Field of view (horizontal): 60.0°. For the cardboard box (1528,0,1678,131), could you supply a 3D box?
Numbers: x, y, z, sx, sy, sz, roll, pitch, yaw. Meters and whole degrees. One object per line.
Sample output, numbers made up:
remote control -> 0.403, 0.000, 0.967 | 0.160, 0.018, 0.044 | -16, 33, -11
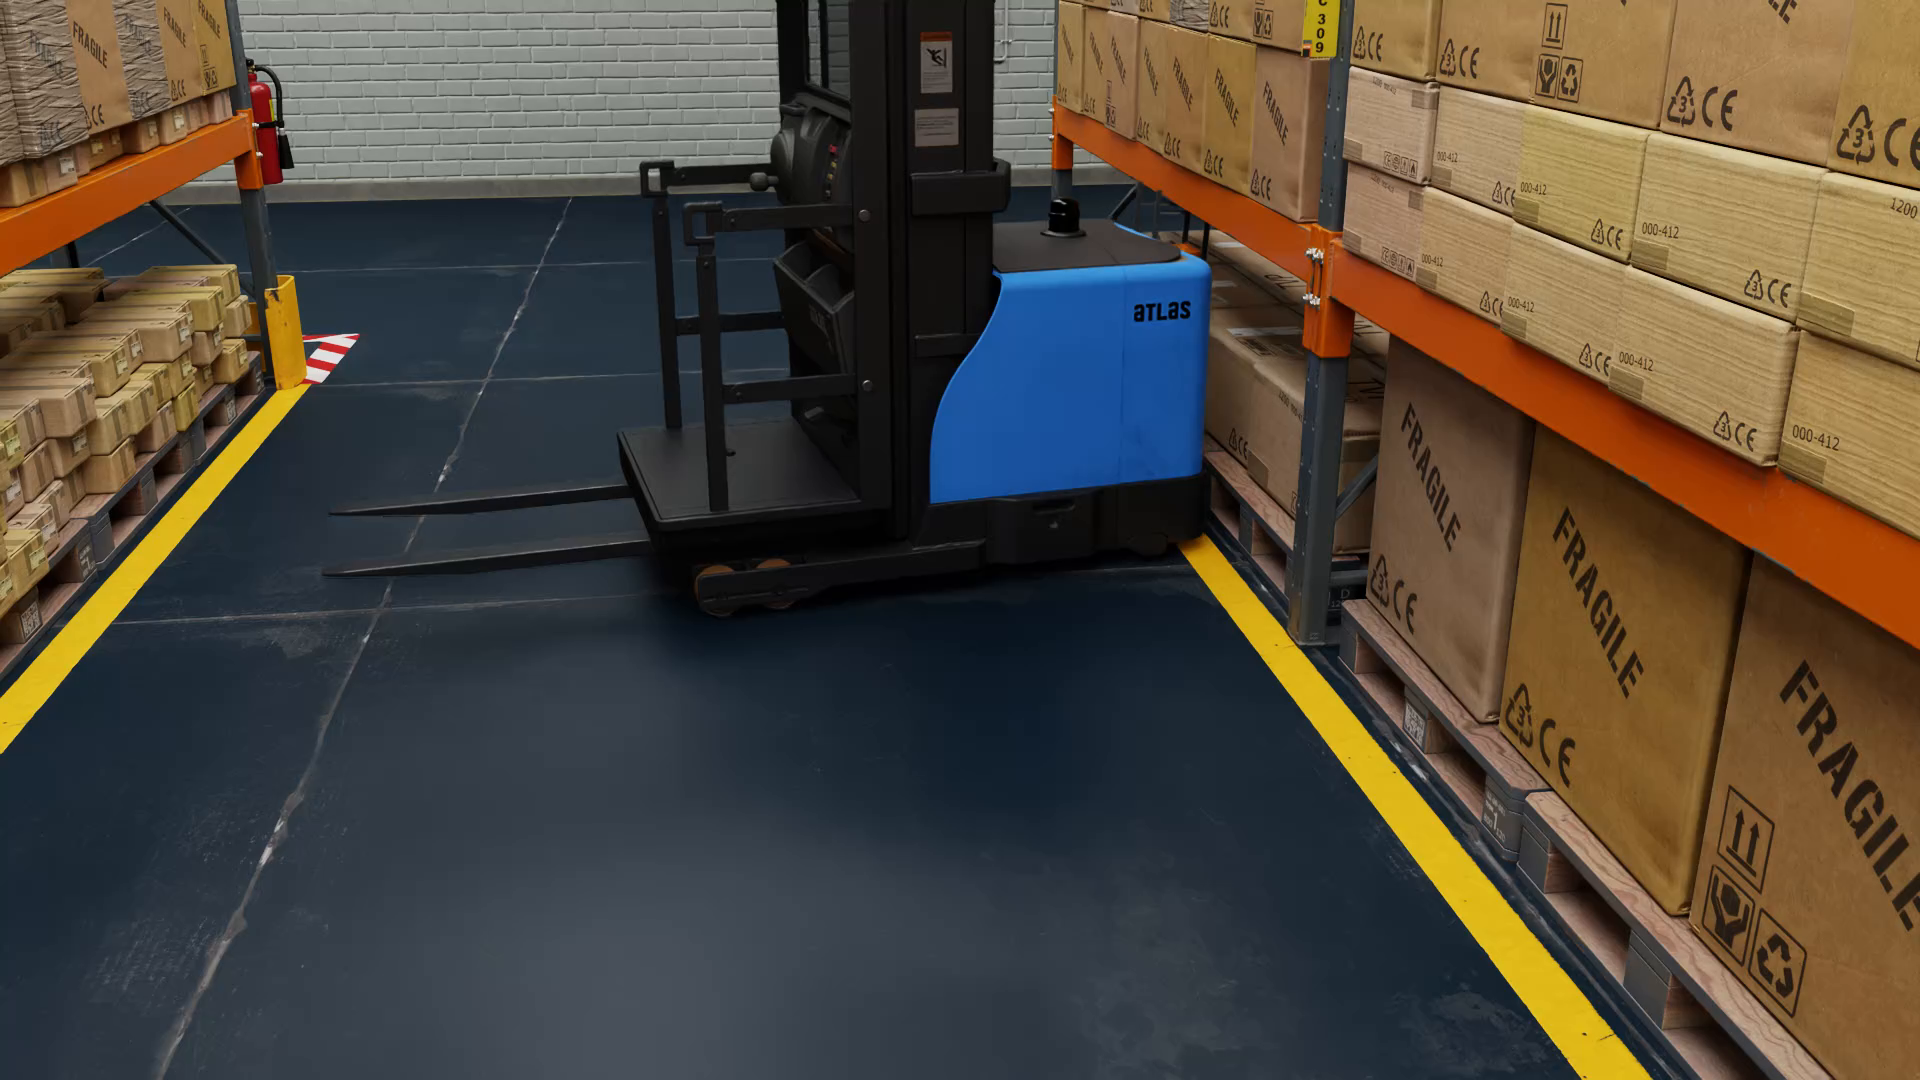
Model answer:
cardboard box -> 1.513, -1.105, 3.315 | 0.500, 0.500, 0.500 | -3, 21, -9

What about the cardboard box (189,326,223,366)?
cardboard box -> -3.462, -0.857, 7.274 | 0.380, 0.149, 0.250 | -4, 21, -10

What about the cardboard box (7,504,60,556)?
cardboard box -> -3.181, 0.001, 5.401 | 0.380, 0.149, 0.250 | -3, 21, -8

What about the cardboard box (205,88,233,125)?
cardboard box -> -3.570, -1.989, 7.613 | 0.380, 0.149, 0.250 | -3, 21, -8

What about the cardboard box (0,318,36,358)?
cardboard box -> -3.941, -0.785, 6.655 | 0.380, 0.149, 0.250 | -2, 21, -6

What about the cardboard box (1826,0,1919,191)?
cardboard box -> 1.659, -0.750, 2.366 | 0.500, 0.500, 0.500 | -3, 21, -8

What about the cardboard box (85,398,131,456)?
cardboard box -> -3.278, -0.409, 6.072 | 0.380, 0.149, 0.250 | -3, 21, -8

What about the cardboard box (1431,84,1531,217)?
cardboard box -> 1.451, -0.923, 3.900 | 0.500, 0.250, 0.500 | -3, 21, -7

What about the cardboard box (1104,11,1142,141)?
cardboard box -> 0.928, -2.005, 7.155 | 0.500, 0.500, 0.500 | -3, 21, -8

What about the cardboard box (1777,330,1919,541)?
cardboard box -> 1.664, -0.163, 2.579 | 0.500, 0.250, 0.500 | -3, 21, -8

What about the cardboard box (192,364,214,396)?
cardboard box -> -3.525, -0.715, 7.317 | 0.380, 0.149, 0.250 | -3, 21, -8

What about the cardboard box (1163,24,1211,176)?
cardboard box -> 1.077, -1.651, 6.205 | 0.500, 0.500, 0.500 | -3, 21, -9

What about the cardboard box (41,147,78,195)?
cardboard box -> -3.275, -1.271, 5.690 | 0.380, 0.149, 0.250 | -2, 21, -5

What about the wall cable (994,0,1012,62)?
wall cable -> 0.151, -4.931, 13.636 | 0.585, 1.953, 0.123 | -3, 21, -8

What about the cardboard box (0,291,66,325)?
cardboard box -> -4.089, -0.963, 7.132 | 0.380, 0.149, 0.250 | -3, 21, -8

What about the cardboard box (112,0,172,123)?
cardboard box -> -3.426, -1.895, 6.435 | 0.500, 0.500, 0.500 | -3, 21, -8

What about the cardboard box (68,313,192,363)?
cardboard box -> -3.359, -0.818, 6.744 | 0.380, 0.149, 0.250 | -2, 21, -6

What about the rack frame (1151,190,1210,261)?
rack frame -> 0.824, -0.782, 6.594 | 0.240, 1.200, 0.006 | -3, 22, -18

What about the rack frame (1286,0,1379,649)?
rack frame -> 1.563, -1.105, 4.887 | 1.000, 3.000, 0.127 | -3, 21, -8

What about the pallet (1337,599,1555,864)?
pallet -> 1.749, 0.465, 4.670 | 1.003, 0.211, 1.213 | -3, 21, -8

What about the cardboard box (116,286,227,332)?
cardboard box -> -3.428, -1.001, 7.234 | 0.380, 0.149, 0.250 | -3, 21, -9

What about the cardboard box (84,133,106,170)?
cardboard box -> -3.417, -1.447, 6.163 | 0.380, 0.149, 0.250 | -3, 21, -7

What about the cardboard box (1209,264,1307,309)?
cardboard box -> 1.321, -0.946, 7.524 | 0.875, 0.438, 0.875 | -2, 21, -6

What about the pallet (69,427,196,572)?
pallet -> -3.631, -0.168, 6.364 | 1.003, 0.211, 1.213 | -3, 21, -8

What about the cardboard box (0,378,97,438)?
cardboard box -> -3.247, -0.455, 5.770 | 0.380, 0.149, 0.250 | -2, 21, -7

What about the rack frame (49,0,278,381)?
rack frame -> -3.897, -2.205, 7.833 | 1.000, 3.000, 0.127 | -3, 21, -8

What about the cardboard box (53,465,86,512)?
cardboard box -> -3.340, -0.176, 5.875 | 0.380, 0.149, 0.250 | -4, 21, -10

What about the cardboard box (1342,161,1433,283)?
cardboard box -> 1.365, -0.869, 4.470 | 0.500, 0.250, 0.500 | -3, 21, -9

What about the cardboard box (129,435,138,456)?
cardboard box -> -3.396, -0.358, 6.362 | 0.380, 0.149, 0.250 | -2, 21, -6

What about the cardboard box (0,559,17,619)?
cardboard box -> -3.055, 0.176, 4.931 | 0.380, 0.149, 0.250 | -4, 21, -10

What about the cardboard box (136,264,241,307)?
cardboard box -> -3.570, -1.174, 7.698 | 0.380, 0.149, 0.250 | -3, 21, -7

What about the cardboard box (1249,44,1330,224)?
cardboard box -> 1.243, -1.299, 5.265 | 0.500, 0.500, 0.500 | -3, 21, -7

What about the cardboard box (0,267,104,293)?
cardboard box -> -4.158, -1.146, 7.623 | 0.380, 0.149, 0.250 | -4, 21, -10

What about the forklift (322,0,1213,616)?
forklift -> -0.686, -1.326, 5.578 | 3.031, 2.935, 1.130 | -6, 21, -17

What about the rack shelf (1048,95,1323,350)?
rack shelf -> 1.275, -1.460, 6.867 | 1.077, 0.370, 4.000 | -3, 21, -8

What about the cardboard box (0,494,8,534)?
cardboard box -> -3.181, -0.045, 5.100 | 0.380, 0.149, 0.250 | -3, 21, -7

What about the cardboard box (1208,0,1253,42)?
cardboard box -> 1.157, -1.946, 5.566 | 0.500, 0.500, 0.500 | -3, 21, -9

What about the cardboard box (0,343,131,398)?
cardboard box -> -3.365, -0.632, 6.246 | 0.380, 0.149, 0.250 | -3, 21, -7

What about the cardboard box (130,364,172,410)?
cardboard box -> -3.356, -0.589, 6.556 | 0.380, 0.149, 0.250 | -2, 21, -5

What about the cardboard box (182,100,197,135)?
cardboard box -> -3.521, -1.815, 7.147 | 0.380, 0.149, 0.250 | -3, 21, -8

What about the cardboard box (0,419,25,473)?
cardboard box -> -3.231, -0.273, 5.285 | 0.380, 0.149, 0.250 | -3, 21, -9

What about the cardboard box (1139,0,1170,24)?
cardboard box -> 1.010, -2.295, 6.503 | 0.500, 0.500, 0.500 | -3, 21, -8

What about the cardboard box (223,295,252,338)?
cardboard box -> -3.539, -1.037, 7.756 | 0.380, 0.149, 0.250 | -3, 21, -9

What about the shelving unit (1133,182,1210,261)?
shelving unit -> 0.797, -0.815, 6.675 | 0.258, 1.200, 0.189 | -3, 22, -18

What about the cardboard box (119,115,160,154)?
cardboard box -> -3.452, -1.635, 6.665 | 0.380, 0.149, 0.250 | -4, 21, -10

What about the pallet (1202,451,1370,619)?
pallet -> 1.531, -0.066, 6.090 | 1.003, 0.211, 1.213 | -3, 21, -8

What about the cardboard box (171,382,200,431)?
cardboard box -> -3.377, -0.545, 6.862 | 0.380, 0.149, 0.250 | -4, 21, -10

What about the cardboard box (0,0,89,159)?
cardboard box -> -3.258, -1.538, 5.478 | 0.500, 0.500, 0.500 | -3, 21, -9

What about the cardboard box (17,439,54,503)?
cardboard box -> -3.288, -0.222, 5.572 | 0.380, 0.149, 0.250 | -4, 21, -11

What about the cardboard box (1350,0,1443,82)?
cardboard box -> 1.342, -1.453, 4.248 | 0.500, 0.500, 0.500 | -3, 21, -7

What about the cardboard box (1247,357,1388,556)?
cardboard box -> 1.579, -0.324, 5.858 | 0.875, 0.438, 0.875 | -3, 21, -9

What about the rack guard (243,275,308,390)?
rack guard -> -3.886, -1.008, 8.200 | 1.175, 0.500, 0.348 | -3, 21, -8

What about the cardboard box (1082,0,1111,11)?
cardboard box -> 0.855, -2.646, 7.441 | 0.500, 0.500, 0.500 | -3, 21, -9

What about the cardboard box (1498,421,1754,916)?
cardboard box -> 1.870, 0.217, 3.785 | 0.875, 0.875, 0.875 | -2, 21, -6

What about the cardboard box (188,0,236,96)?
cardboard box -> -3.578, -2.249, 7.382 | 0.500, 0.500, 0.500 | -2, 21, -7

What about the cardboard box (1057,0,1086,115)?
cardboard box -> 0.772, -2.356, 8.094 | 0.500, 0.500, 0.500 | -3, 21, -8

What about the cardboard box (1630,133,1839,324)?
cardboard box -> 1.572, -0.572, 2.960 | 0.500, 0.250, 0.500 | -4, 21, -9

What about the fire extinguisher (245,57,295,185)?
fire extinguisher -> -3.477, -2.105, 8.208 | 0.296, 0.674, 0.183 | -3, 21, -8

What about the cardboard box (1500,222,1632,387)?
cardboard box -> 1.500, -0.512, 3.513 | 0.500, 0.250, 0.500 | -3, 21, -8
